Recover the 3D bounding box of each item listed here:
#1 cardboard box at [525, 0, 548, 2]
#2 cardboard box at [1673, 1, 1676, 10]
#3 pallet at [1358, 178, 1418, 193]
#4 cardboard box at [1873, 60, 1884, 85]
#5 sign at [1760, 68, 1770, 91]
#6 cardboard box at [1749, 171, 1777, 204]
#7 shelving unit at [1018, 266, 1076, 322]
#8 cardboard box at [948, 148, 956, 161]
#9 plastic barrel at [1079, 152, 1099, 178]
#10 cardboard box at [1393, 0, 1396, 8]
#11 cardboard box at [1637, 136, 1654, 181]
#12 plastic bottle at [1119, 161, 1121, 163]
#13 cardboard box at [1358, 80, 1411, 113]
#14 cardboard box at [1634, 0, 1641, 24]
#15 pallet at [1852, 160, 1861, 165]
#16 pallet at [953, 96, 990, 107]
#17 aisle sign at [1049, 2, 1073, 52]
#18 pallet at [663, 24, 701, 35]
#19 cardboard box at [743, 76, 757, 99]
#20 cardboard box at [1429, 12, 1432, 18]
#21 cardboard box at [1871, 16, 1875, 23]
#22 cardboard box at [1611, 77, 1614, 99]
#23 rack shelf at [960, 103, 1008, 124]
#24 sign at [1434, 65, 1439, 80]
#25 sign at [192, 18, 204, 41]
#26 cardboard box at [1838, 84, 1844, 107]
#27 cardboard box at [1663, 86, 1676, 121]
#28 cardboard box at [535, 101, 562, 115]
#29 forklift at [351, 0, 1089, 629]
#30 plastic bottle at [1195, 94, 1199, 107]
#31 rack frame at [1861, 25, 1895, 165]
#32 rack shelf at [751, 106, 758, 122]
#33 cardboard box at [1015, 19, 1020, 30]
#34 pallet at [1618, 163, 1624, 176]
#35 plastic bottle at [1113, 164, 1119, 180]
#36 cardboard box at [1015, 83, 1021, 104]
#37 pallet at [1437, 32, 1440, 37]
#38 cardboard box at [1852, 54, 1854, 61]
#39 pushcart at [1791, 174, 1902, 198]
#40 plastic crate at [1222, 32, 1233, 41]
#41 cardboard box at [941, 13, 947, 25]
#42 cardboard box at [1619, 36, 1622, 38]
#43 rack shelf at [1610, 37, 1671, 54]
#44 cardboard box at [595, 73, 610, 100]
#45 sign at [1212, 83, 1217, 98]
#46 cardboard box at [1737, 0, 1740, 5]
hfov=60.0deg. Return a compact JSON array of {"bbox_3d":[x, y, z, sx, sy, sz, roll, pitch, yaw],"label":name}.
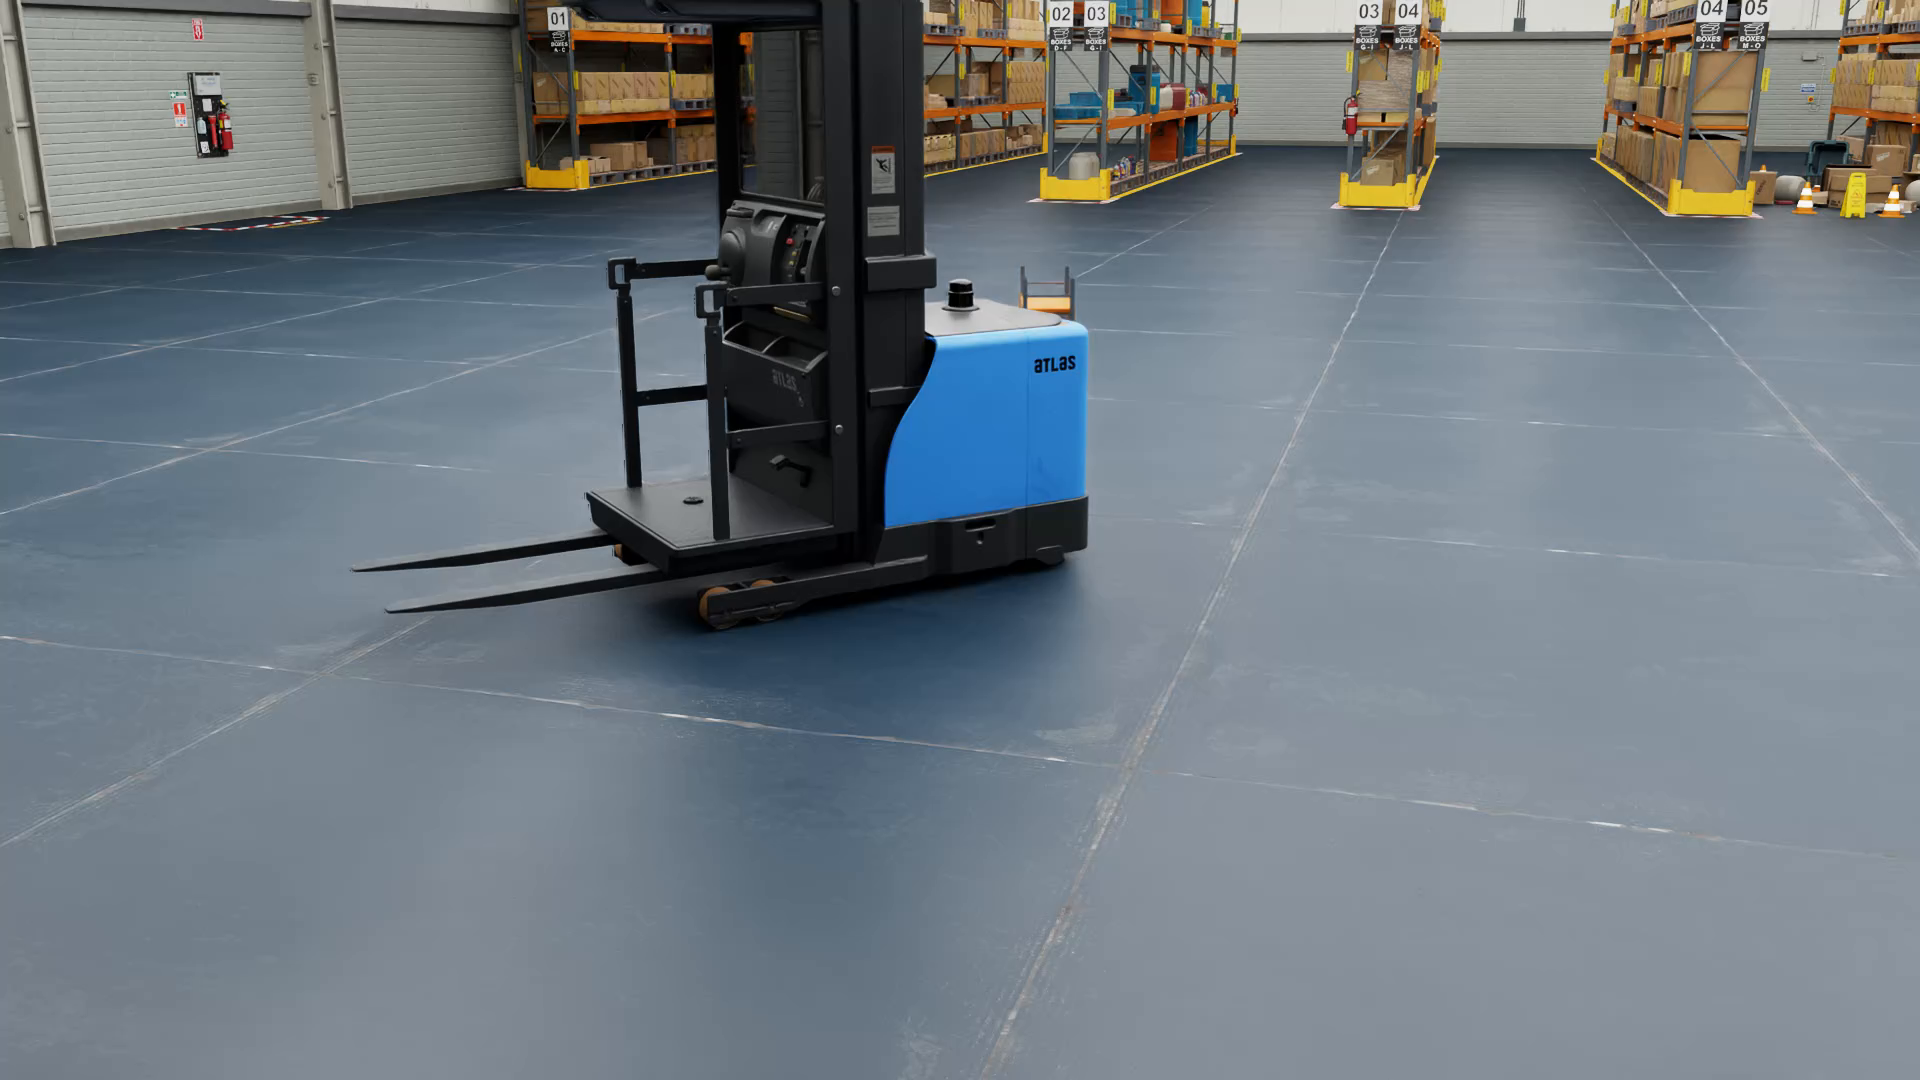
[{"bbox_3d":[-7.648,-10.117,30.452,0.500,0.500,0.500,5,17,18],"label":"cardboard box"},{"bbox_3d":[11.946,-8.790,27.333,0.380,0.149,0.250,4,16,15],"label":"cardboard box"},{"bbox_3d":[7.707,-6.376,29.923,1.003,0.211,1.213,5,16,16],"label":"pallet"},{"bbox_3d":[19.239,-9.657,34.364,0.500,0.500,0.500,5,17,17],"label":"cardboard box"},{"bbox_3d":[11.985,-6.849,24.746,0.100,0.325,0.005,5,16,16],"label":"sign"},{"bbox_3d":[13.134,-5.798,27.351,0.500,0.500,0.500,8,18,25],"label":"cardboard box"},{"bbox_3d":[0.415,-0.703,8.109,0.258,1.200,0.503,0,16,1],"label":"shelving unit"},{"bbox_3d":[-0.411,-8.435,36.339,0.500,0.250,0.500,5,17,17],"label":"cardboard box"},{"bbox_3d":[2.235,-6.548,29.209,0.421,0.512,0.421,0,16,0],"label":"plastic barrel"},{"bbox_3d":[7.028,-8.467,26.229,0.380,0.149,0.250,5,16,15],"label":"cardboard box"},{"bbox_3d":[12.681,-6.774,29.569,1.050,0.750,0.750,5,16,16],"label":"cardboard box"},{"bbox_3d":[2.957,-6.861,30.693,0.061,0.283,0.133,5,16,16],"label":"plastic bottle"},{"bbox_3d":[6.910,-7.183,26.928,0.875,0.500,0.500,5,16,16],"label":"cardboard box"},{"bbox_3d":[14.300,-10.879,34.232,0.797,0.503,0.637,4,16,15],"label":"cardboard box"},{"bbox_3d":[19.930,-8.072,35.902,1.003,0.211,1.213,5,16,16],"label":"pallet"},{"bbox_3d":[0.053,-10.129,38.394,1.003,0.211,1.213,5,16,16],"label":"pallet"},{"bbox_3d":[1.674,-8.489,27.496,0.394,0.787,0.004,5,16,16],"label":"aisle sign"},{"bbox_3d":[-6.105,-10.555,34.391,1.213,0.211,1.003,5,16,16],"label":"pallet"},{"bbox_3d":[-4.863,-10.403,38.245,0.500,0.500,0.500,5,17,18],"label":"cardboard box"},{"bbox_3d":[8.815,-10.267,31.933,0.500,0.500,0.500,5,17,17],"label":"cardboard box"},{"bbox_3d":[19.589,-11.054,35.316,0.380,0.149,0.250,5,17,17],"label":"cardboard box"},{"bbox_3d":[15.191,-10.317,37.977,0.500,0.500,0.500,4,16,14],"label":"cardboard box"},{"bbox_3d":[0.073,-9.889,38.516,1.077,0.370,4.000,5,16,16],"label":"rack shelf"},{"bbox_3d":[10.661,-10.469,37.264,0.100,0.325,0.005,5,16,16],"label":"sign"},{"bbox_3d":[-10.692,-7.160,23.327,0.001,0.298,0.199,5,16,16],"label":"sign"},{"bbox_3d":[20.247,-10.078,37.679,0.500,0.500,0.500,4,16,15],"label":"cardboard box"},{"bbox_3d":[12.097,-7.182,27.379,0.875,0.550,0.550,5,16,16],"label":"cardboard box"},{"bbox_3d":[-7.573,-8.077,31.047,0.500,0.250,0.500,5,17,17],"label":"cardboard box"},{"bbox_3d":[-0.958,-1.220,6.761,3.031,2.935,1.130,-9,18,-29],"label":"forklift"},{"bbox_3d":[5.302,-9.923,37.543,0.152,0.276,0.135,5,16,16],"label":"plastic bottle"},{"bbox_3d":[19.639,-9.221,34.841,1.000,3.000,0.127,5,16,16],"label":"rack frame"},{"bbox_3d":[-4.678,-10.272,39.867,1.077,0.370,4.000,5,16,16],"label":"rack shelf"},{"bbox_3d":[1.158,-12.609,40.648,0.500,0.250,0.500,5,16,16],"label":"cardboard box"},{"bbox_3d":[14.300,-7.713,34.634,1.003,0.211,1.213,5,16,16],"label":"pallet"},{"bbox_3d":[2.793,-6.583,29.736,0.097,0.271,0.097,0,16,0],"label":"plastic bottle"},{"bbox_3d":[1.190,-11.053,41.118,0.500,0.500,0.500,5,17,17],"label":"cardboard box"},{"bbox_3d":[10.729,-11.921,39.027,1.003,0.211,1.213,5,16,16],"label":"pallet"},{"bbox_3d":[20.138,-10.761,37.066,0.380,0.149,0.250,5,17,16],"label":"cardboard box"},{"bbox_3d":[15.166,-6.030,28.397,1.648,0.377,0.936,-1,16,-3],"label":"pushcart"},{"bbox_3d":[6.519,-12.481,41.226,0.450,0.188,0.336,5,16,16],"label":"plastic crate"},{"bbox_3d":[-0.571,-11.162,35.693,0.500,0.250,0.500,3,16,12],"label":"cardboard box"},{"bbox_3d":[15.042,-11.361,37.165,0.500,0.250,0.500,4,16,15],"label":"cardboard box"},{"bbox_3d":[15.433,-11.198,37.635,1.077,0.370,4.000,5,16,16],"label":"rack shelf"},{"bbox_3d":[-6.946,-8.530,31.271,0.500,0.500,0.500,5,16,16],"label":"cardboard box"},{"bbox_3d":[5.916,-10.463,38.715,0.100,0.325,0.005,5,16,16],"label":"sign"},{"bbox_3d":[11.931,-8.143,25.051,0.380,0.149,0.250,5,17,16],"label":"cardboard box"}]
